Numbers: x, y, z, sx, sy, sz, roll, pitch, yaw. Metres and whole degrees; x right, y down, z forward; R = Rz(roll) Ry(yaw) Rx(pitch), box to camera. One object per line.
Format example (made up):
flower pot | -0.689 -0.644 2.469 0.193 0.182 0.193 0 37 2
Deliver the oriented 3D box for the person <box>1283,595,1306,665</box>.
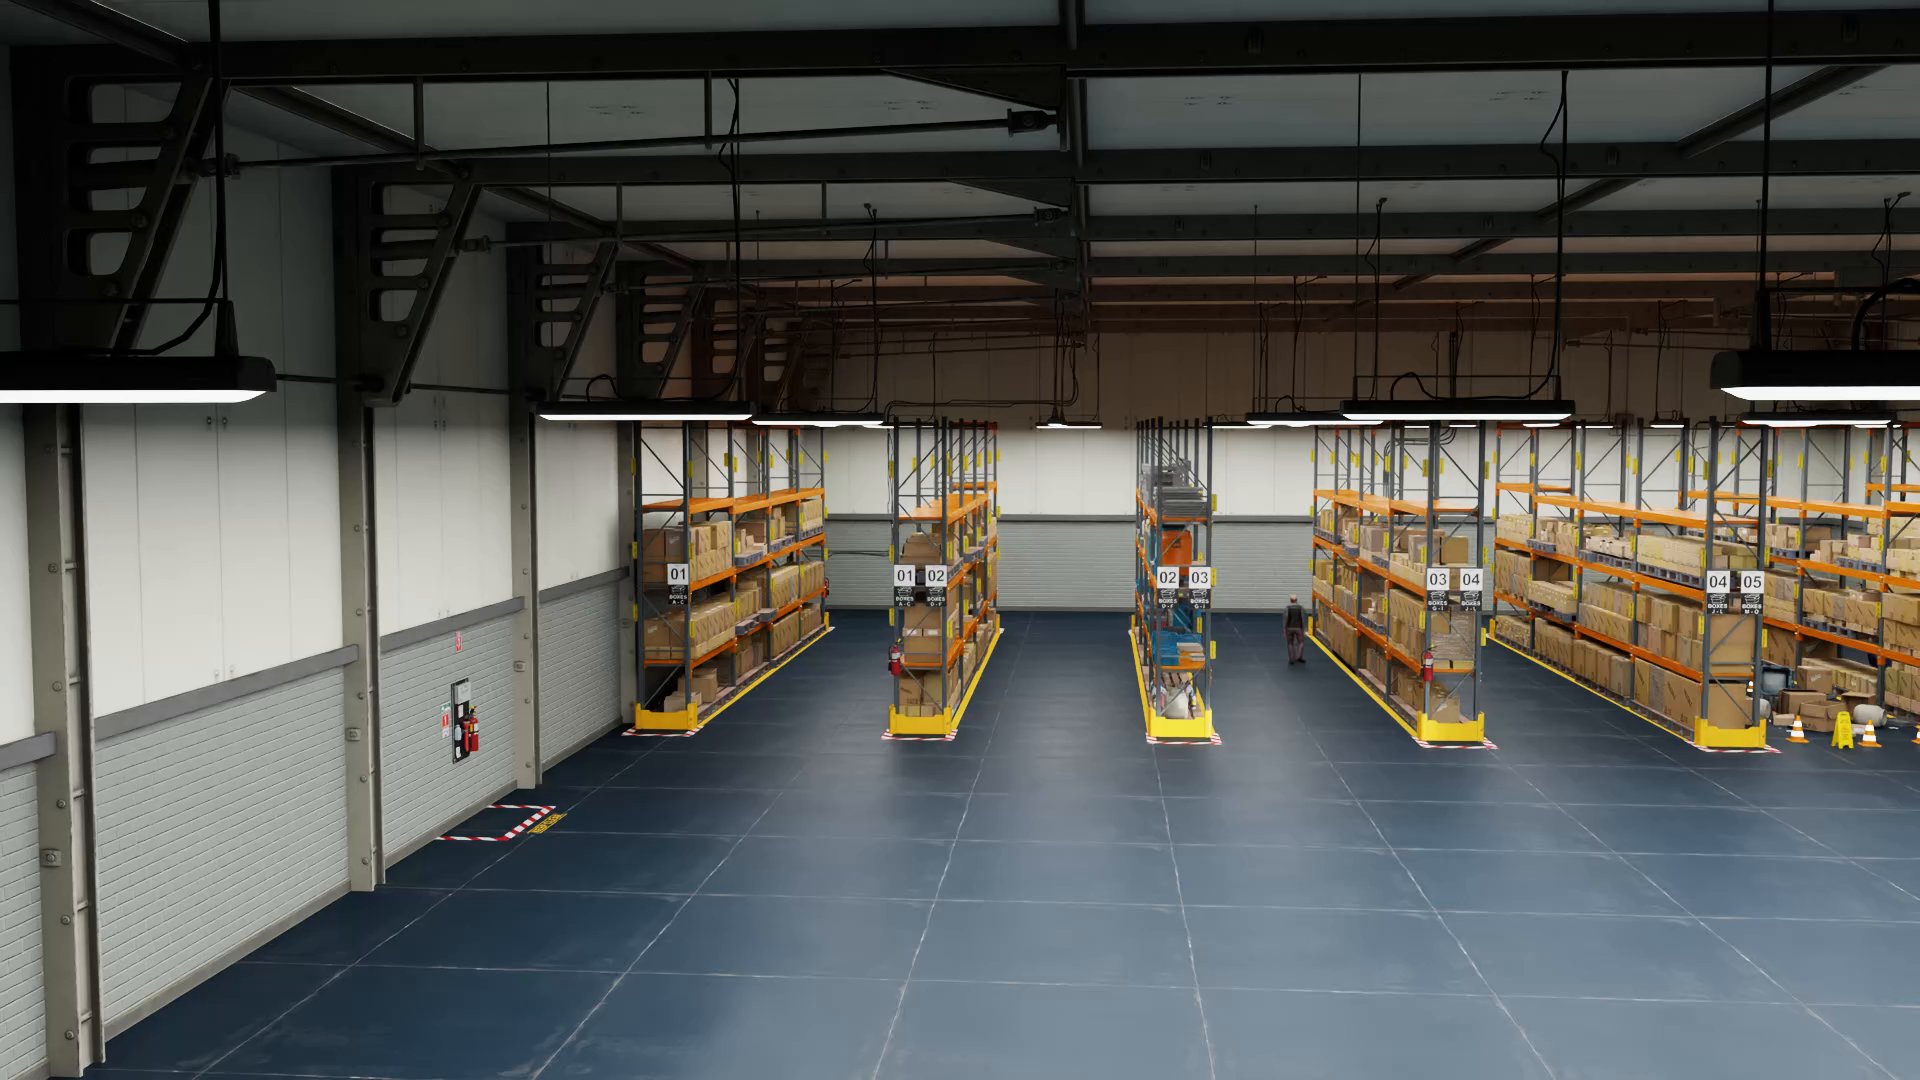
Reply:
person | 8.216 2.203 40.859 0.565 1.720 0.519 0 4 6

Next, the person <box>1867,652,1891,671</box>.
person | 21.537 2.384 38.791 0.488 1.661 0.579 0 4 -5

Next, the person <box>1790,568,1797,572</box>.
person | 24.689 1.684 49.358 0.446 1.670 0.462 0 4 -8
